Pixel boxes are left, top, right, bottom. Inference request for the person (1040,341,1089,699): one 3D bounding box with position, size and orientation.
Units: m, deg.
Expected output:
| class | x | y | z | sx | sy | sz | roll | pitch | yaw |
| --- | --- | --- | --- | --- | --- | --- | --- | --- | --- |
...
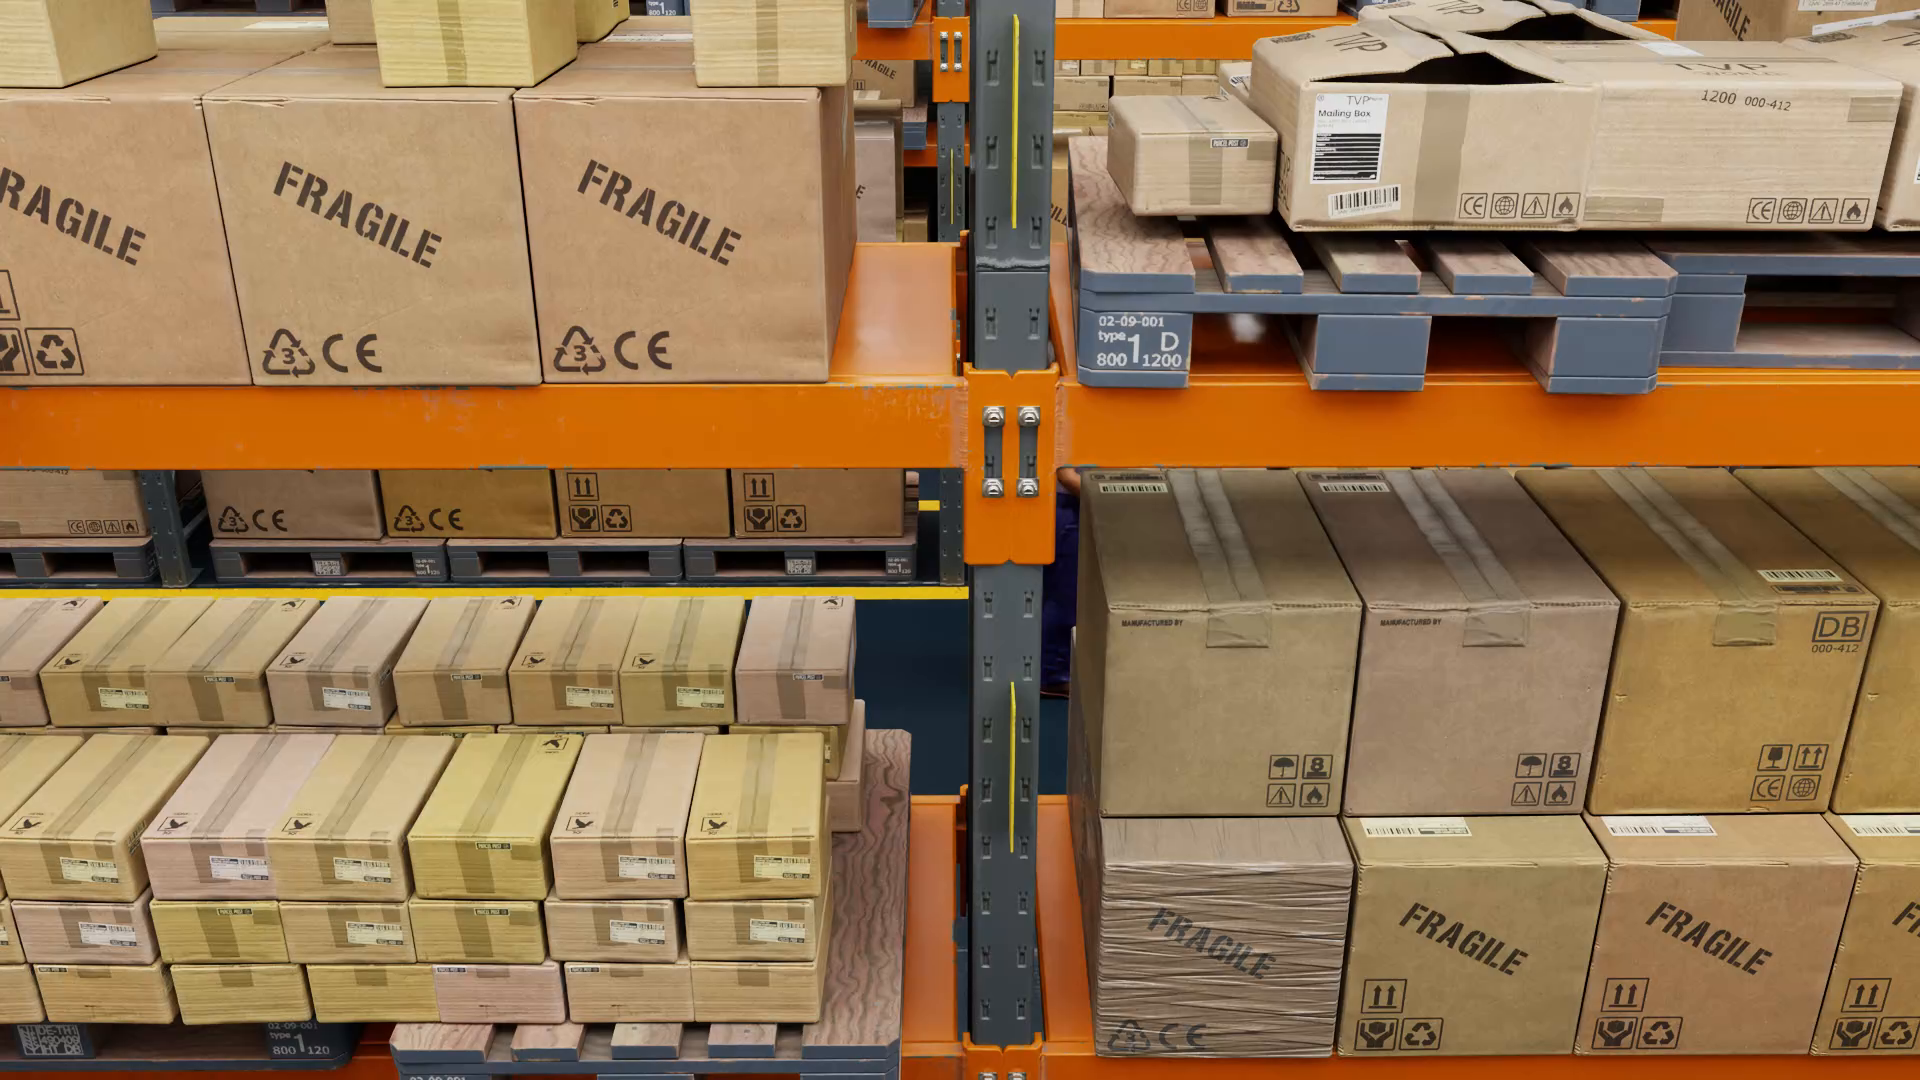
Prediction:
| class | x | y | z | sx | sy | sz | roll | pitch | yaw |
| --- | --- | --- | --- | --- | --- | --- | --- | --- | --- |
| person | 0.485 | -0.096 | 7.348 | 0.524 | 1.636 | 0.453 | -1 | 24 | -1 |
